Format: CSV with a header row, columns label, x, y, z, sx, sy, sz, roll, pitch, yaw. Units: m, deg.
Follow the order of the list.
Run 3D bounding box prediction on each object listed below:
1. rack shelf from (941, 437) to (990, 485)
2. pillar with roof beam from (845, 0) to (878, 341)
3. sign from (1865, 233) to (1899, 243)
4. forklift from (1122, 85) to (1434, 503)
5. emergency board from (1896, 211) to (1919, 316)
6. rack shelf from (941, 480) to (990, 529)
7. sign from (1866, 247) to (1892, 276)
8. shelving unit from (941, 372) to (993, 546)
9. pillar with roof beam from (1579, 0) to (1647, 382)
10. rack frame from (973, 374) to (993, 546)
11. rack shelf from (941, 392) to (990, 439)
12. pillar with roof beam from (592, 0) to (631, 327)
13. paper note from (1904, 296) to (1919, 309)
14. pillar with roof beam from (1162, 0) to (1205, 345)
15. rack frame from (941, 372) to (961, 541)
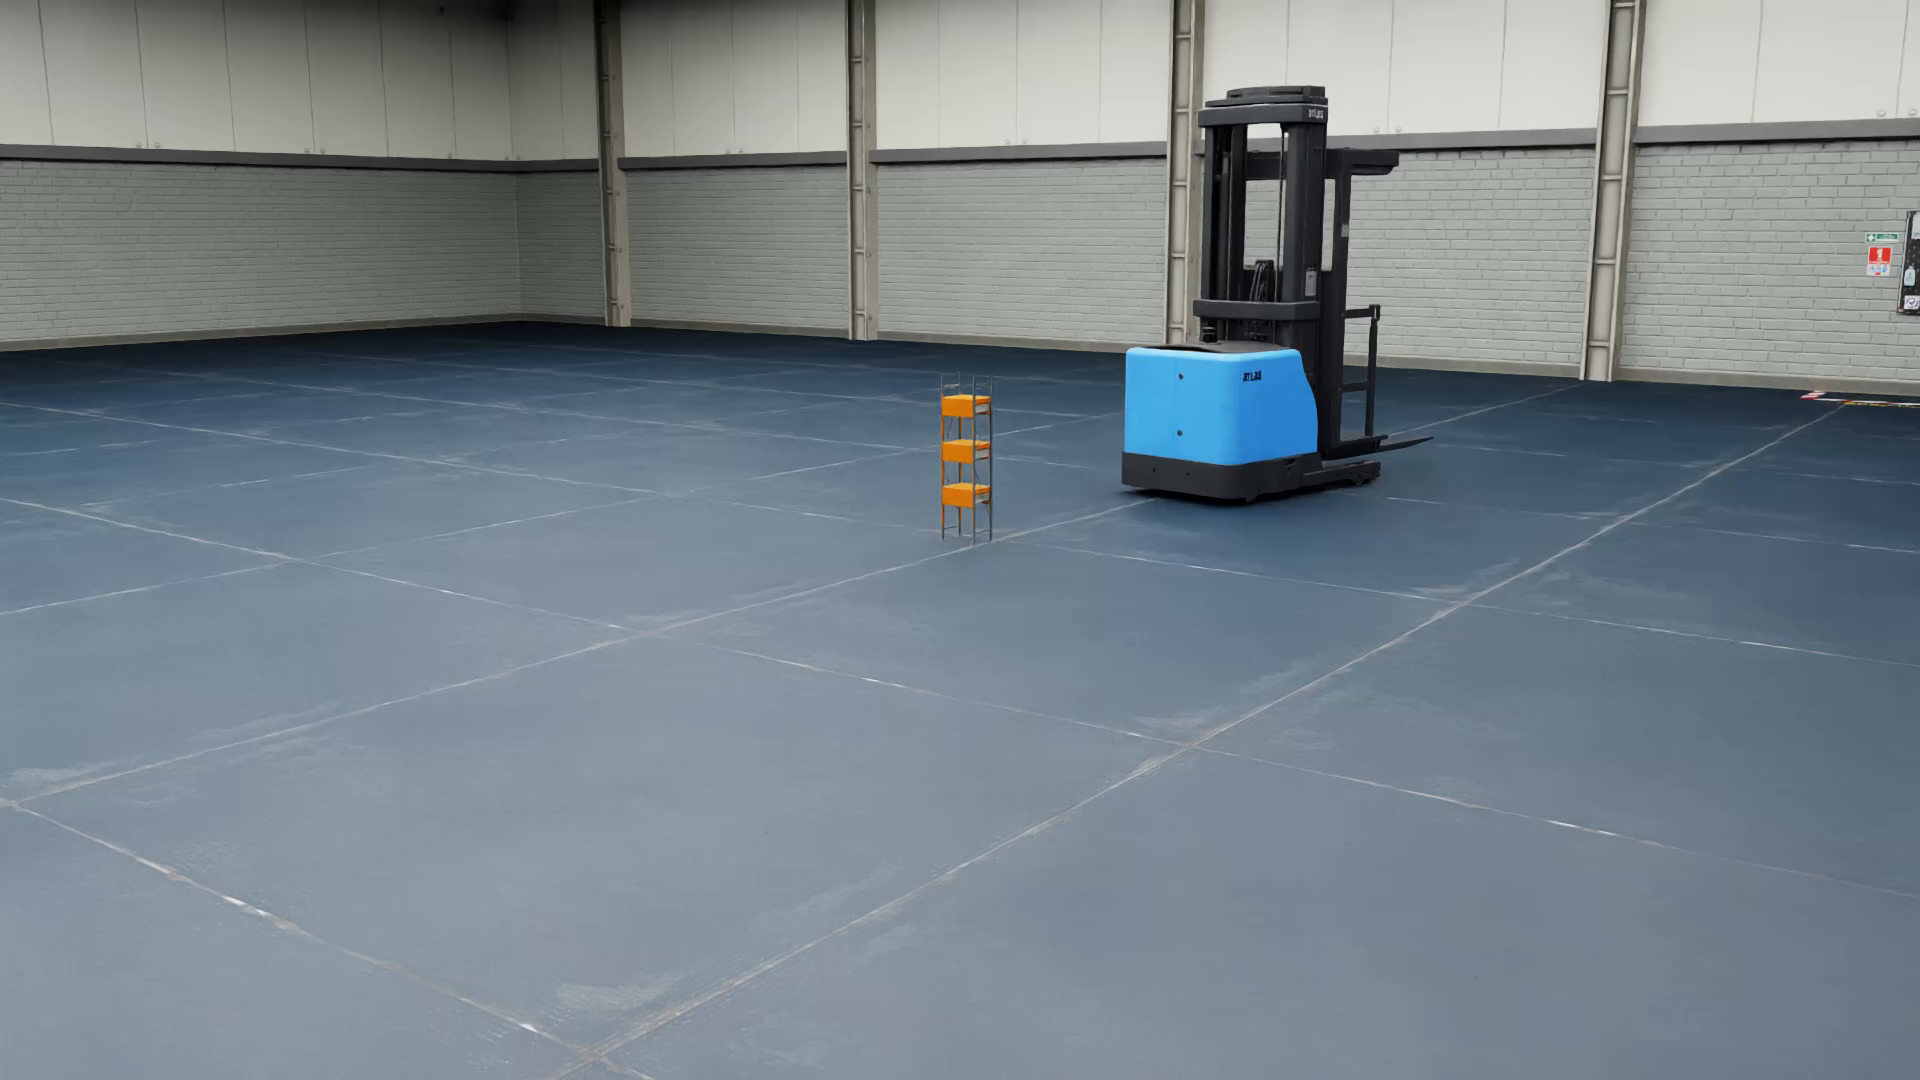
label,x,y,z,sx,sy,sz,roll,pitch,yaw
rack shelf,0.043,-0.499,10.401,0.240,0.259,0.215,8,13,36
pillar with roof beam,-4.166,-7.127,23.678,0.400,9.000,9.100,8,13,36
sign,10.535,-3.455,19.000,0.331,0.109,0.001,8,13,36
forklift,2.607,-1.919,12.732,3.031,2.935,1.130,-10,15,-43
emergency board,10.925,-3.105,18.680,0.626,1.169,0.157,8,13,36
rack shelf,0.043,-0.226,10.454,0.240,0.259,0.215,8,13,36
sign,10.537,-3.196,19.060,0.234,0.329,0.001,8,13,36
shelving unit,0.043,-0.509,10.399,0.252,1.050,0.215,8,13,36
pillar with roof beam,5.506,-5.778,16.705,0.400,9.000,9.100,8,13,36
rack frame,0.141,-0.496,10.328,0.008,1.050,0.200,8,13,36
rack shelf,0.043,-0.778,10.347,0.240,0.259,0.215,8,13,36
pillar with roof beam,-9.002,-7.802,27.165,0.400,9.000,9.100,8,13,36
paper note,10.819,-2.699,18.902,0.142,0.148,0.016,8,13,36
pillar with roof beam,0.670,-6.453,20.192,0.400,9.000,9.100,8,13,36
rack frame,-0.055,-0.523,10.470,0.008,1.050,0.200,8,13,36
